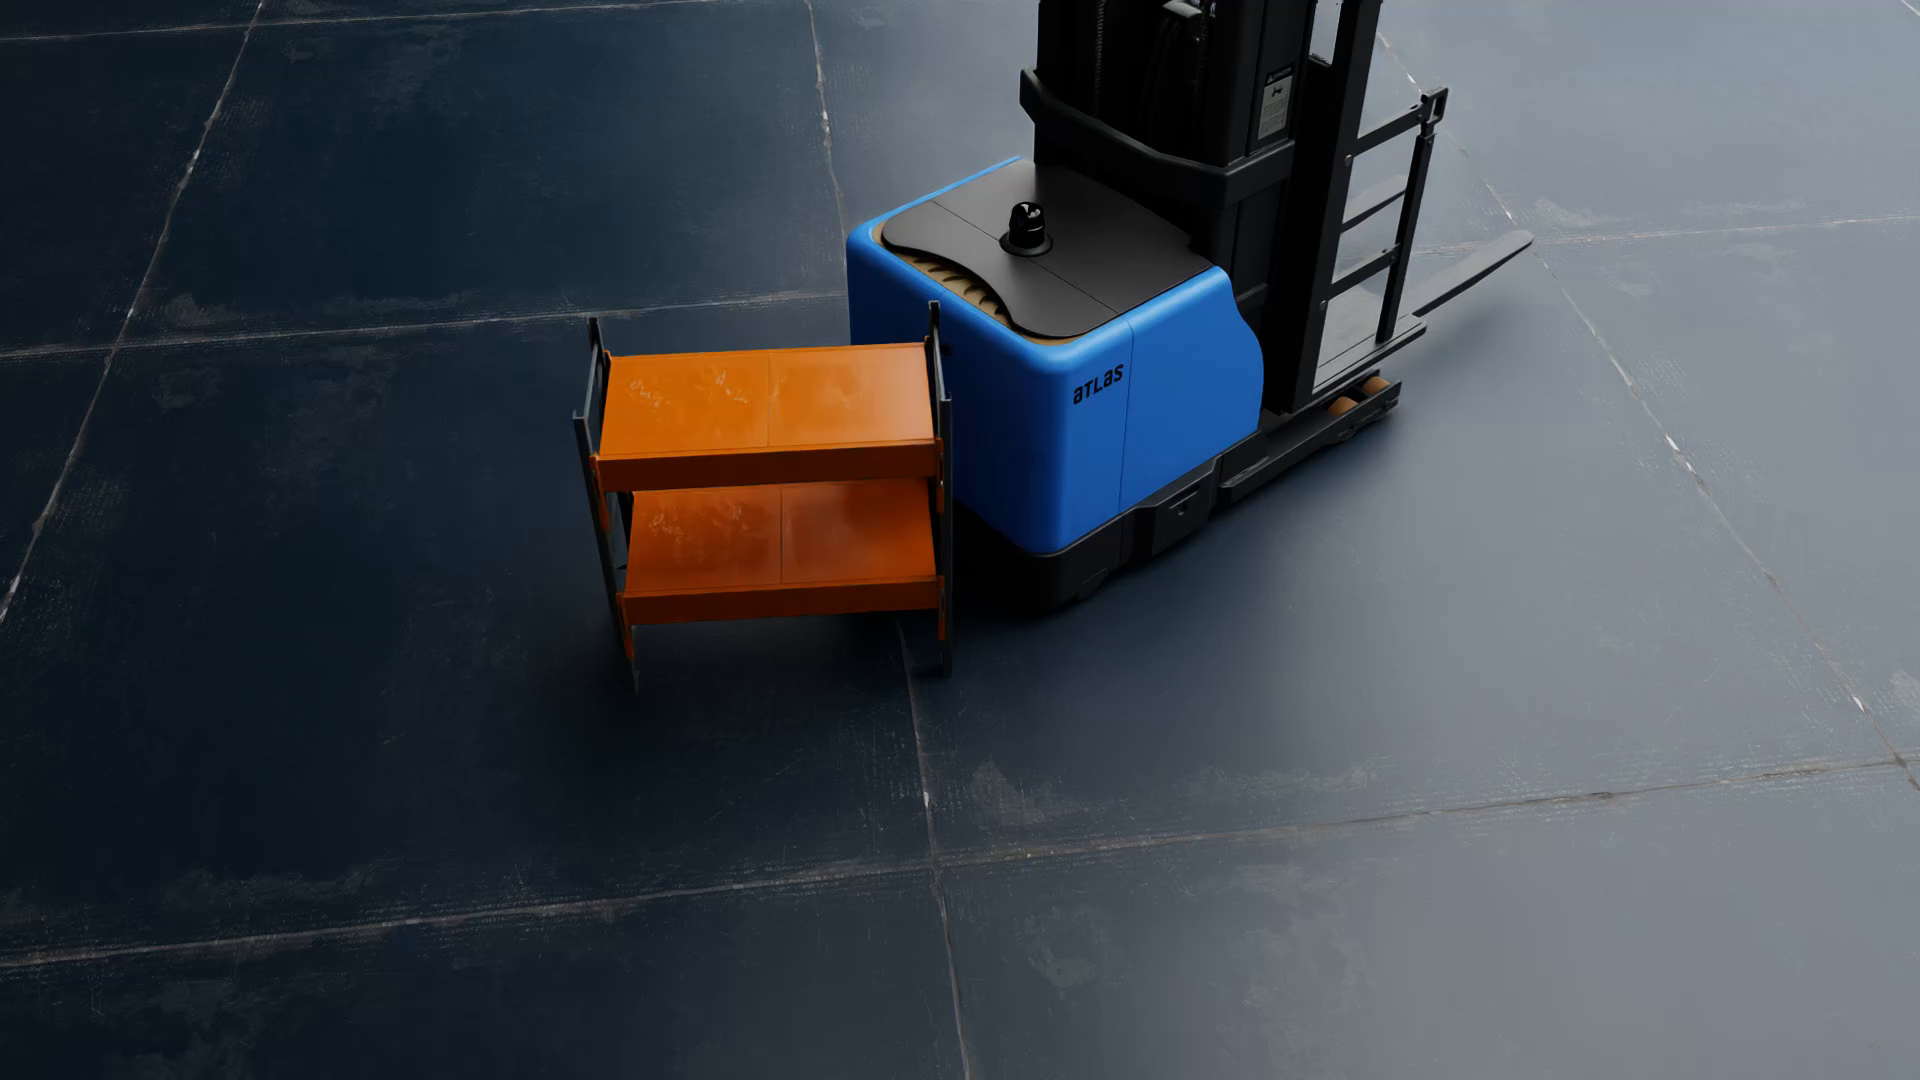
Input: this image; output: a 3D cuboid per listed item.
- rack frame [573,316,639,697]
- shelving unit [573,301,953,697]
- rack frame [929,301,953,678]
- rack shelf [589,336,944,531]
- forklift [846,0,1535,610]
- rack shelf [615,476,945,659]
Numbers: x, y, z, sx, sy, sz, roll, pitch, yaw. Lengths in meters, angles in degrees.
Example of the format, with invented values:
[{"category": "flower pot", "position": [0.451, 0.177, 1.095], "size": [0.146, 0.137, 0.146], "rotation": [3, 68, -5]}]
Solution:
[{"category": "rack frame", "position": [-1.073, -0.083, 5.146], "size": [0.032, 1.125, 0.500], "rotation": [-3, 42, -3]}, {"category": "shelving unit", "position": [-0.566, -0.110, 5.176], "size": [1.048, 1.125, 0.538], "rotation": [-3, 42, -3]}, {"category": "rack frame", "position": [-0.059, -0.137, 5.206], "size": [0.032, 1.125, 0.500], "rotation": [-3, 42, -3]}, {"category": "rack shelf", "position": [-0.566, -0.327, 4.980], "size": [1.000, 0.278, 0.538], "rotation": [-3, 42, -3]}, {"category": "forklift", "position": [1.054, -1.703, 5.593], "size": [3.031, 2.935, 1.130], "rotation": [-30, 50, -29]}, {"category": "rack shelf", "position": [-0.566, 0.072, 5.339], "size": [1.000, 0.278, 0.538], "rotation": [-3, 42, -3]}]
